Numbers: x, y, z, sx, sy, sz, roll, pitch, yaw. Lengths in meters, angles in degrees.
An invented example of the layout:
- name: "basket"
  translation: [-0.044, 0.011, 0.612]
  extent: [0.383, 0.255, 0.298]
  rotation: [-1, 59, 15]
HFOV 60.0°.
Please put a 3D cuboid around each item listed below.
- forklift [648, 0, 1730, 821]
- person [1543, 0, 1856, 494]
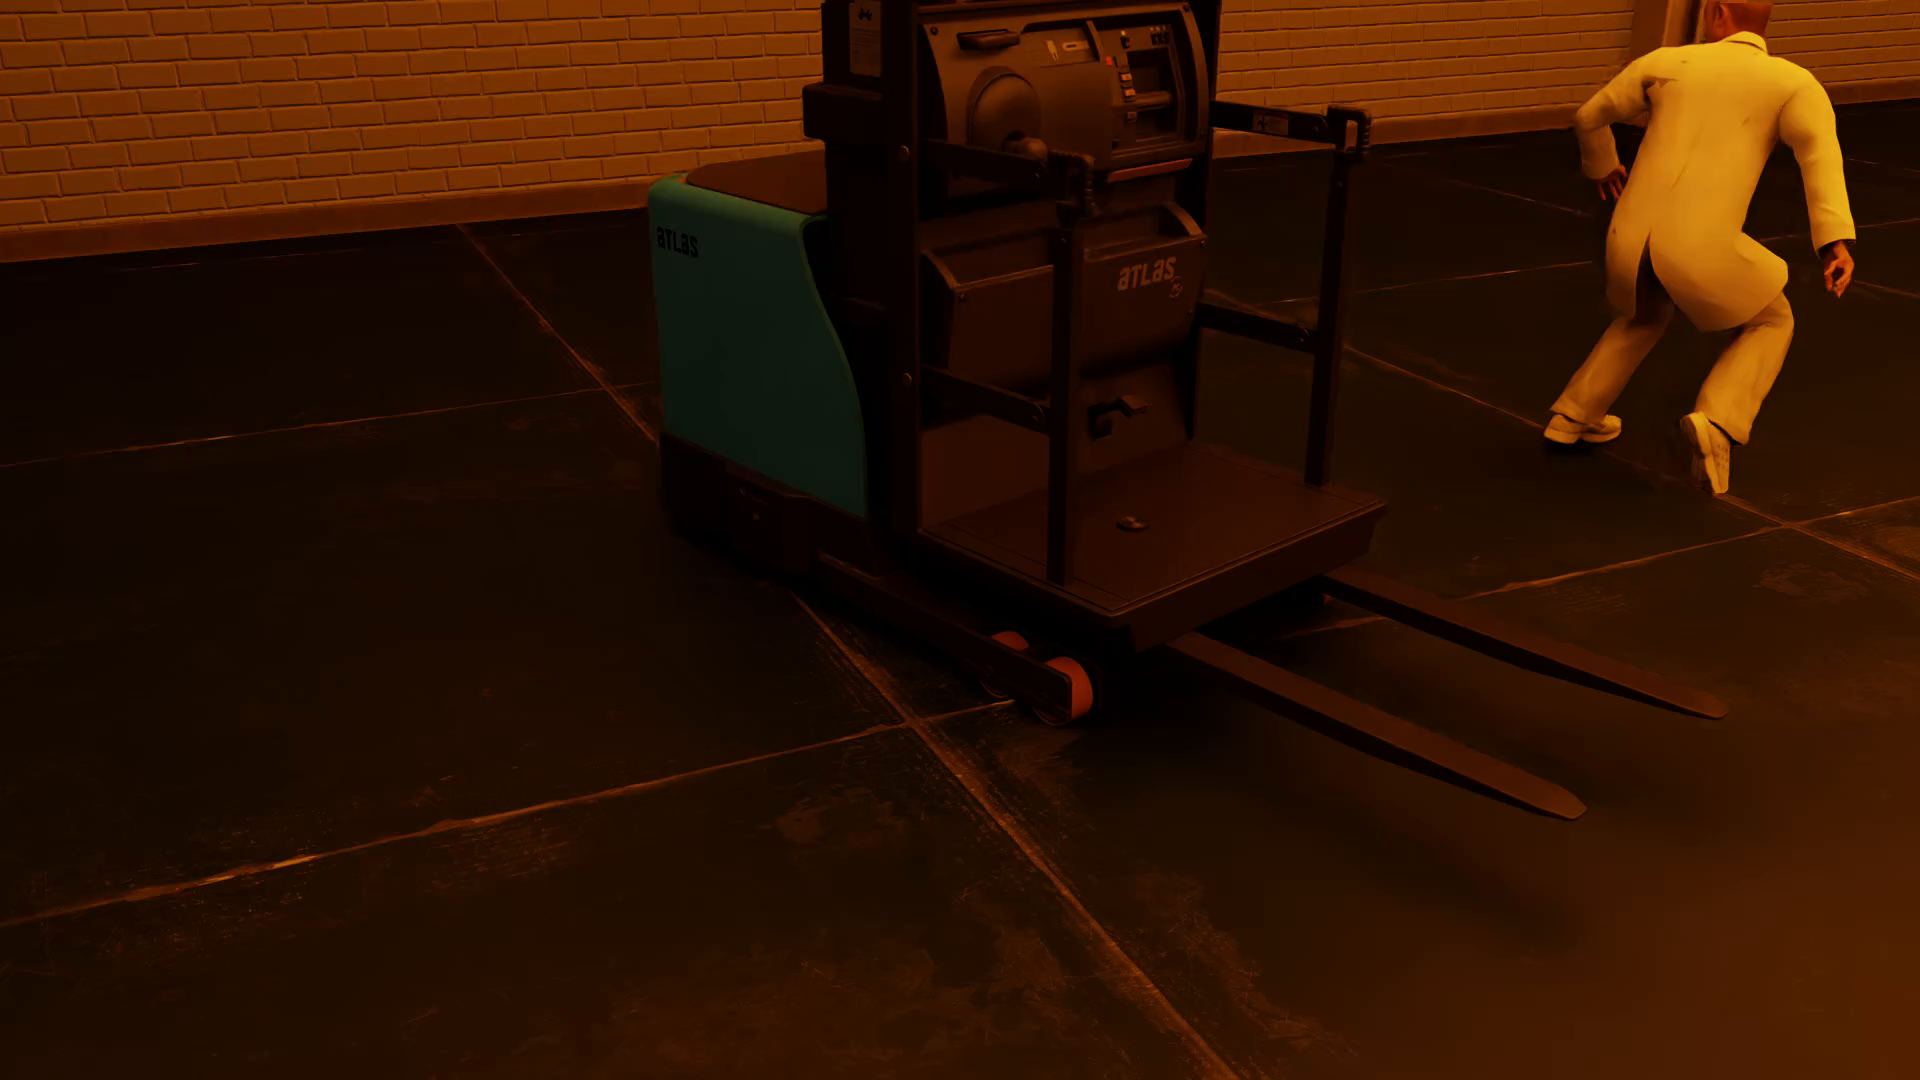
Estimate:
- name: "forklift"
  translation: [0.427, -1.124, 3.991]
  extent: [1.130, 2.935, 3.031]
  rotation: [-19, 29, -38]
- name: "person"
  translation: [2.450, -0.969, 5.465]
  extent: [0.513, 1.670, 1.057]
  rotation: [-18, 29, -37]
